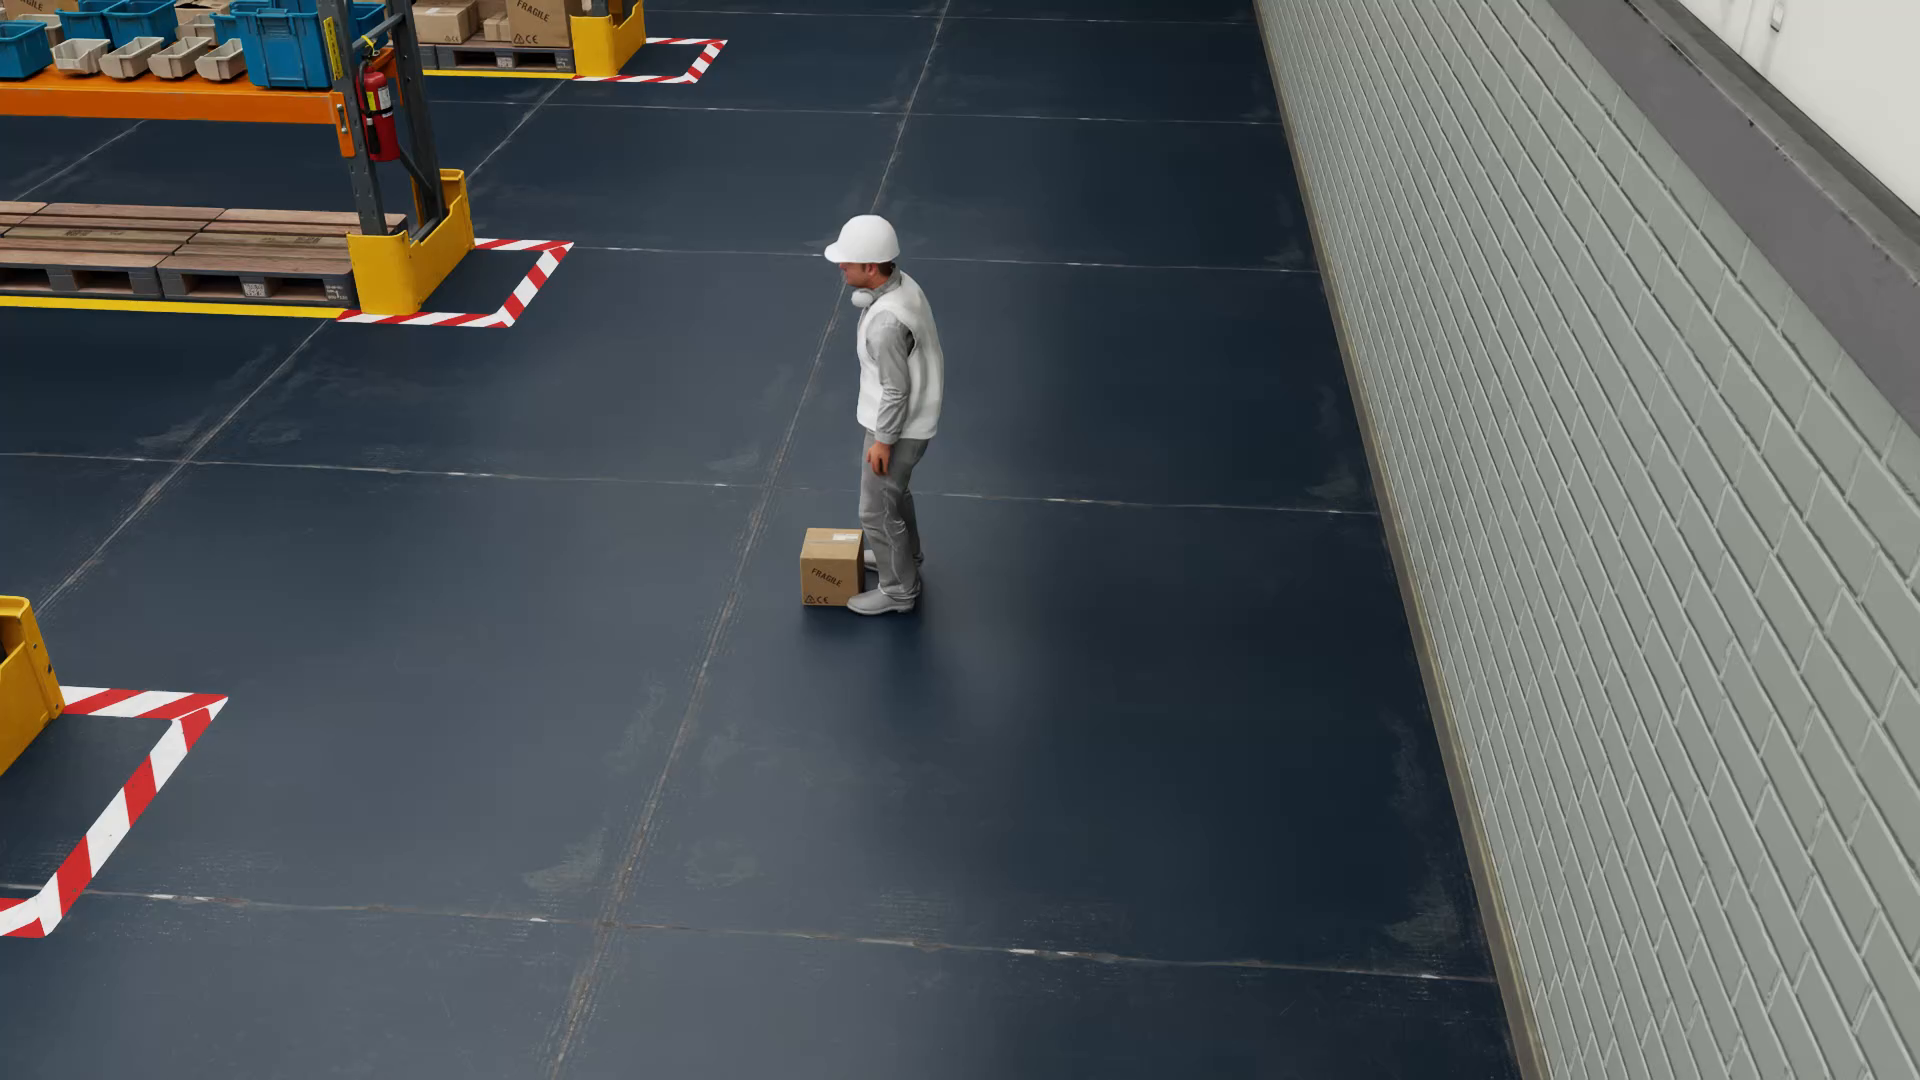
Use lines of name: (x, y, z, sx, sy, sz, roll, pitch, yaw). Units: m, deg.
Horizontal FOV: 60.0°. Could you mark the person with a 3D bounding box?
person: (-0.299, -0.517, 6.947, 0.465, 1.769, 0.581, 1, 32, 2)
